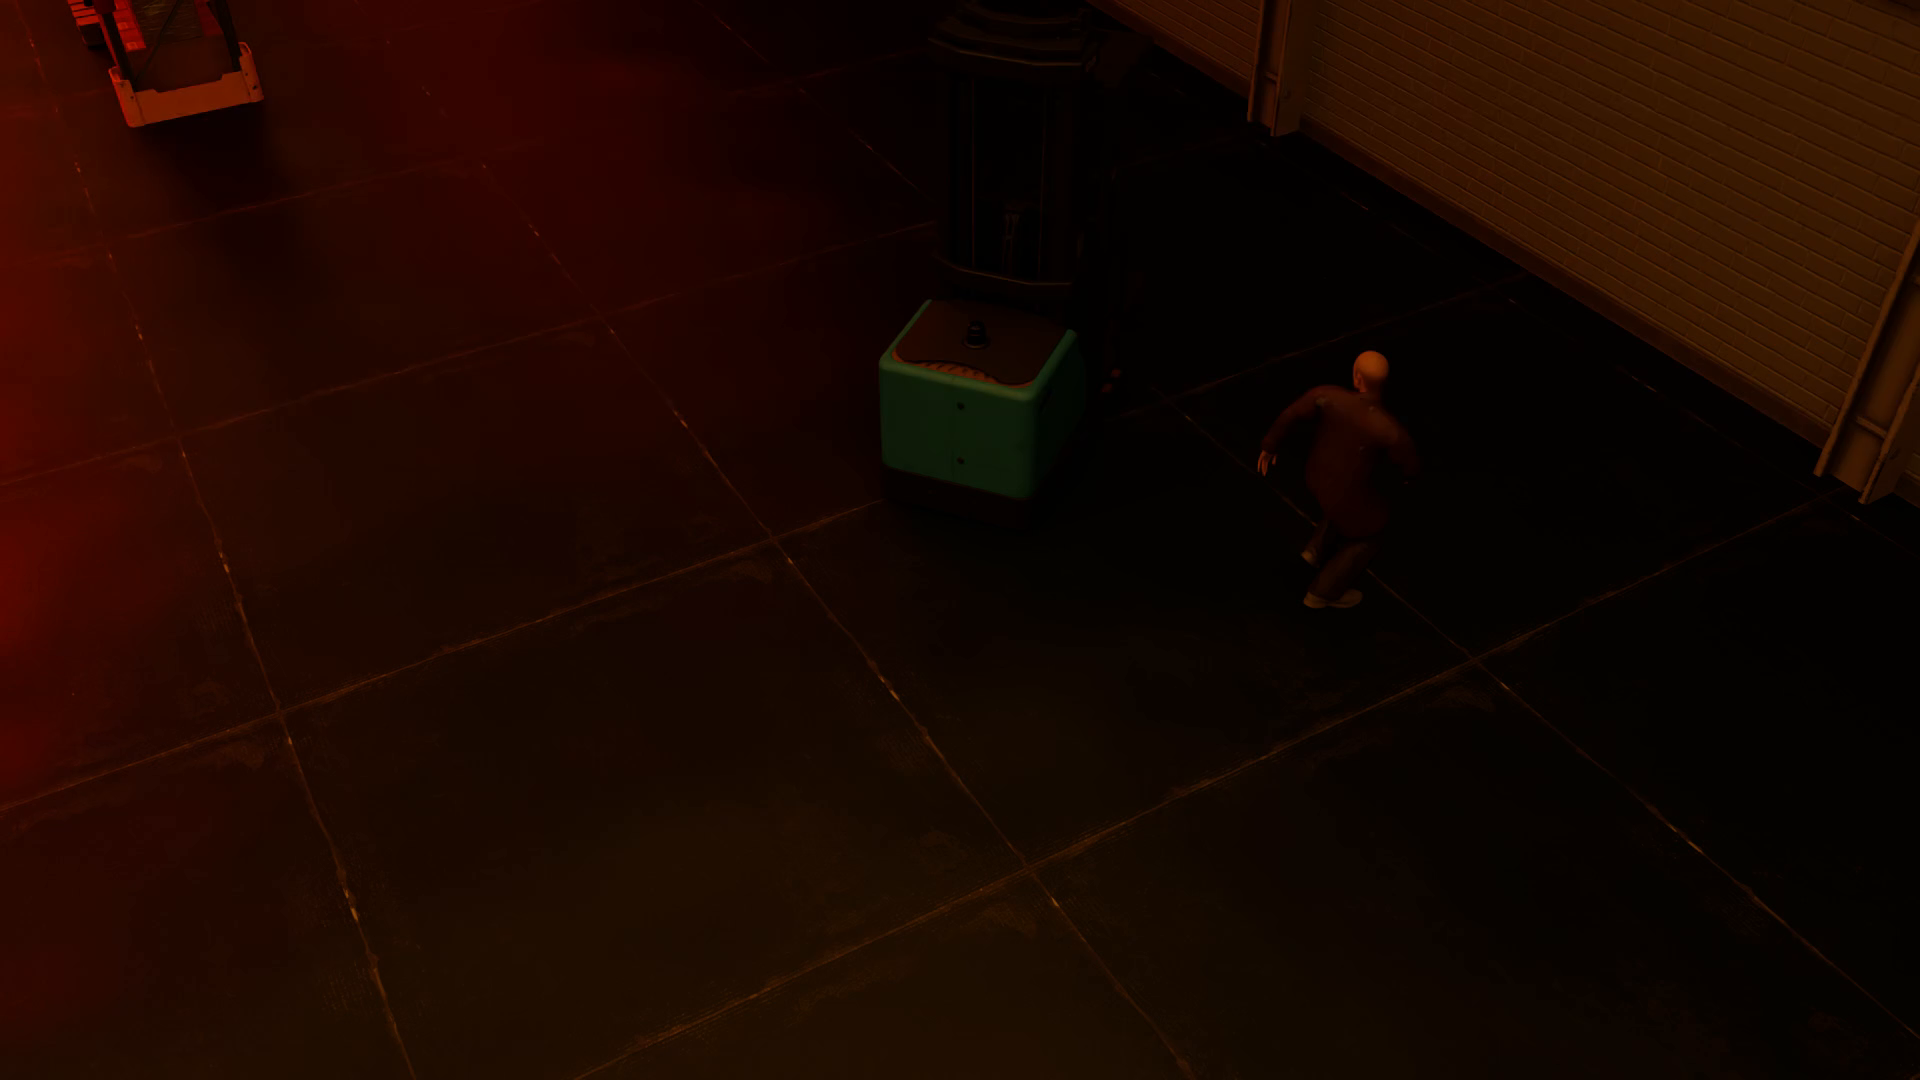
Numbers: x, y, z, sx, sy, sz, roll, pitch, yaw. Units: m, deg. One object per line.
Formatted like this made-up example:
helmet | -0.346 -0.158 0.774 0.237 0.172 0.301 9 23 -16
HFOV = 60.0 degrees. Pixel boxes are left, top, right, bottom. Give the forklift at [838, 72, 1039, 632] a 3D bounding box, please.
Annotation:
forklift | -0.106 -1.519 9.868 1.130 2.935 3.031 1 40 2

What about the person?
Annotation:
person | 3.421 -0.253 9.265 0.477 1.787 0.657 8 40 9
